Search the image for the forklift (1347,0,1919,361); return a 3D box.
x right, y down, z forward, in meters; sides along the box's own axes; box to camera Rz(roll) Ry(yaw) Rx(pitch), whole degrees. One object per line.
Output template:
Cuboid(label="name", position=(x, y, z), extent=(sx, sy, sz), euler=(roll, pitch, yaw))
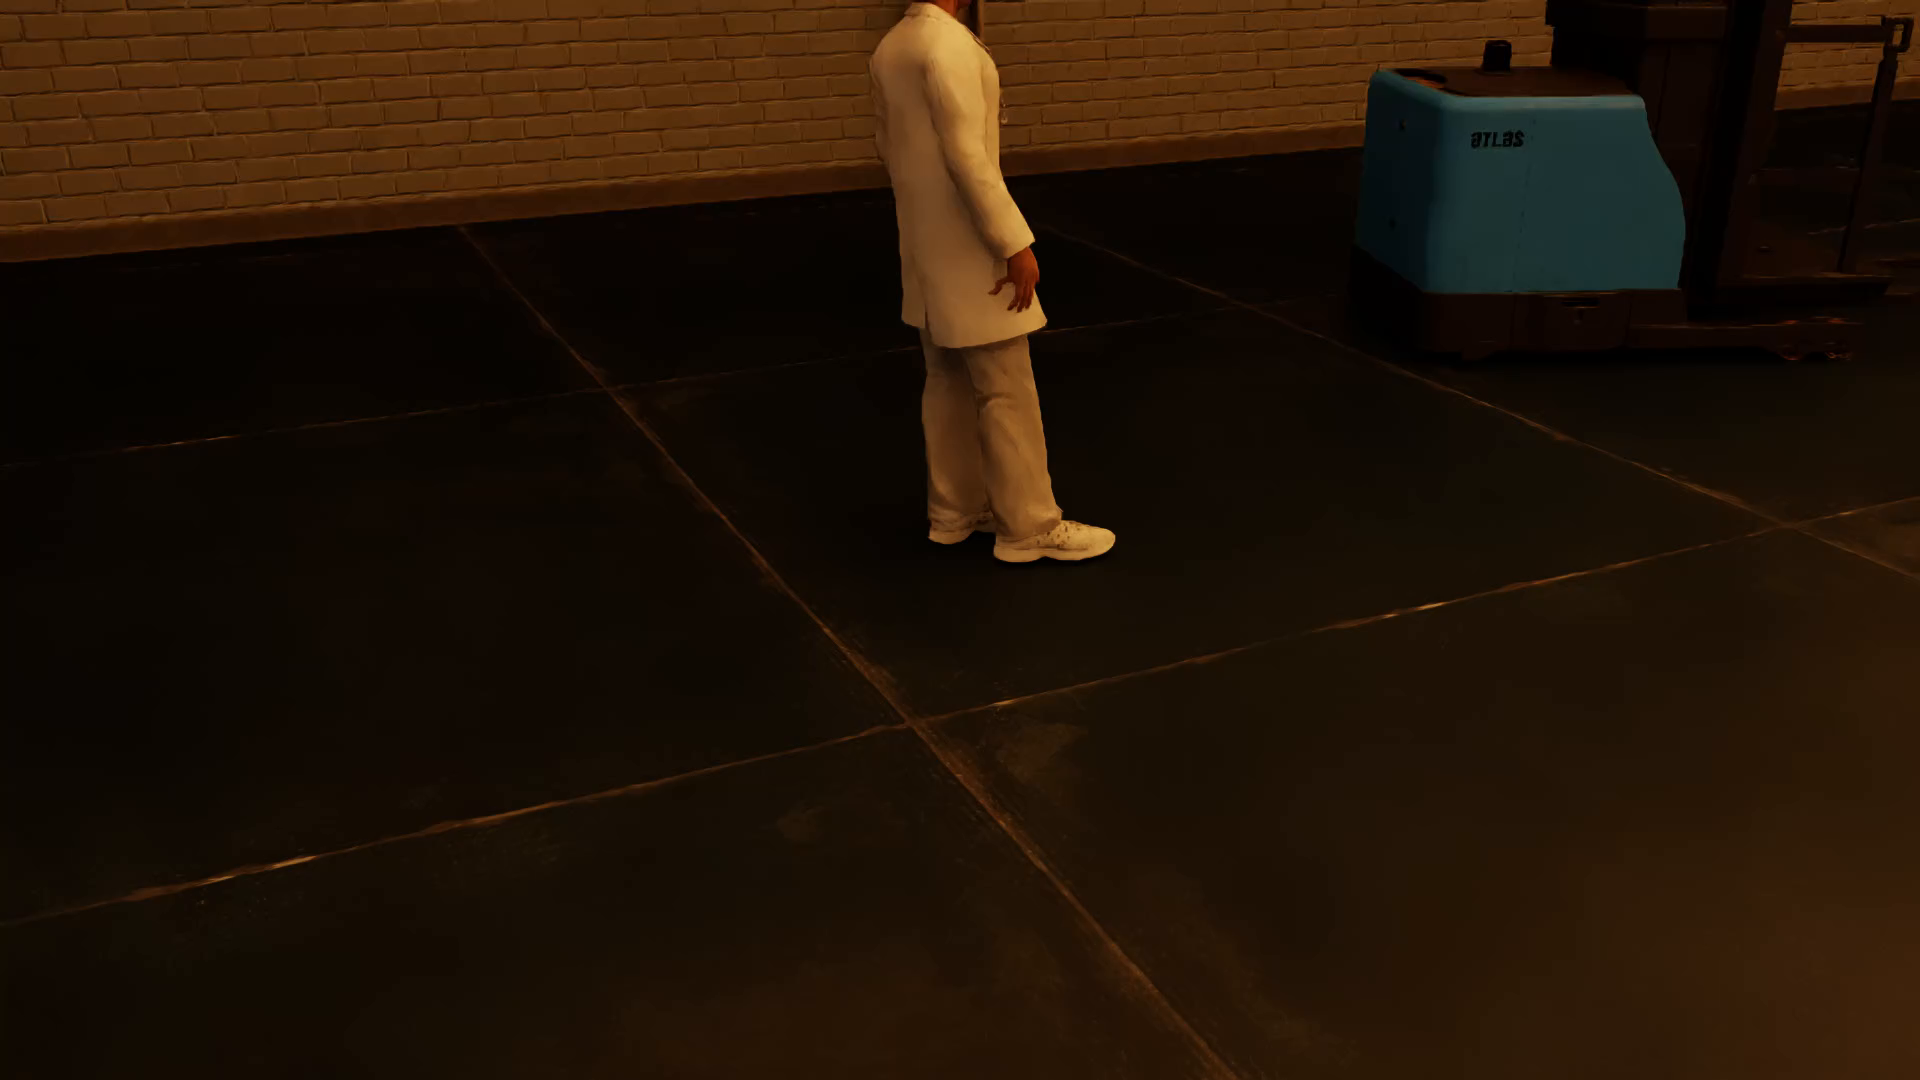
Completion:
Cuboid(label="forklift", position=(3.321, -2.300, 6.823), extent=(3.031, 2.935, 1.130), euler=(-2, 23, -5))

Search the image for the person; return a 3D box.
Cuboid(label="person", position=(0.084, -0.841, 4.795), extent=(0.579, 1.776, 0.694), euler=(-10, 25, -23))
